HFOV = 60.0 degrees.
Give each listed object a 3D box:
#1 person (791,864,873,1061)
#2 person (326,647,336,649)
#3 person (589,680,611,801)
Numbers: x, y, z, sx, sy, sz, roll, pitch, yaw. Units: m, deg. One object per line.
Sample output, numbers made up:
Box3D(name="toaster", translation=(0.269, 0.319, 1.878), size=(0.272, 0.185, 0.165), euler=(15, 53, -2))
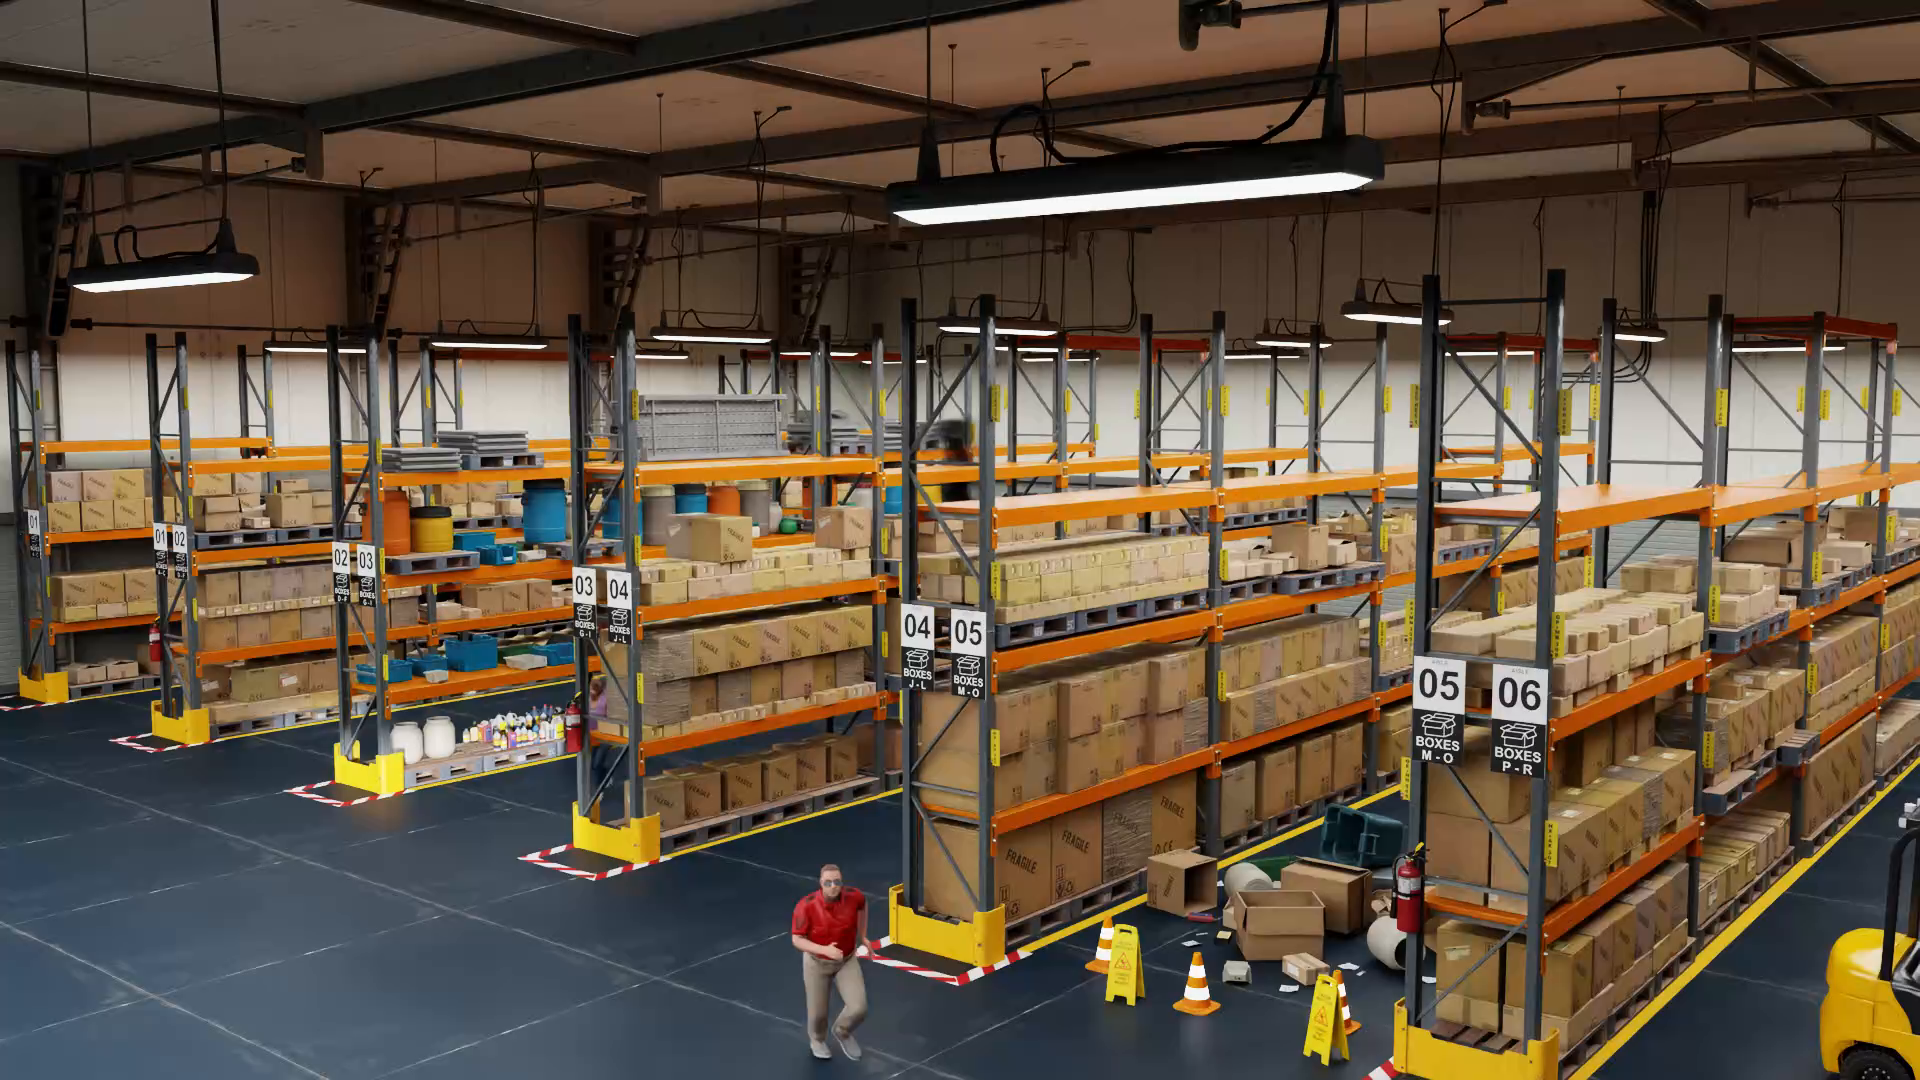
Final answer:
Box3D(name="person", translation=(-0.961, 3.213, 12.616), size=(0.674, 1.615, 0.912), euler=(-2, 5, -17))
Box3D(name="person", translation=(-10.826, 1.719, 28.615), size=(0.701, 1.757, 1.063), euler=(3, 6, 31))
Box3D(name="person", translation=(-4.580, 2.510, 21.105), size=(0.539, 1.547, 0.685), euler=(1, 5, 10))
